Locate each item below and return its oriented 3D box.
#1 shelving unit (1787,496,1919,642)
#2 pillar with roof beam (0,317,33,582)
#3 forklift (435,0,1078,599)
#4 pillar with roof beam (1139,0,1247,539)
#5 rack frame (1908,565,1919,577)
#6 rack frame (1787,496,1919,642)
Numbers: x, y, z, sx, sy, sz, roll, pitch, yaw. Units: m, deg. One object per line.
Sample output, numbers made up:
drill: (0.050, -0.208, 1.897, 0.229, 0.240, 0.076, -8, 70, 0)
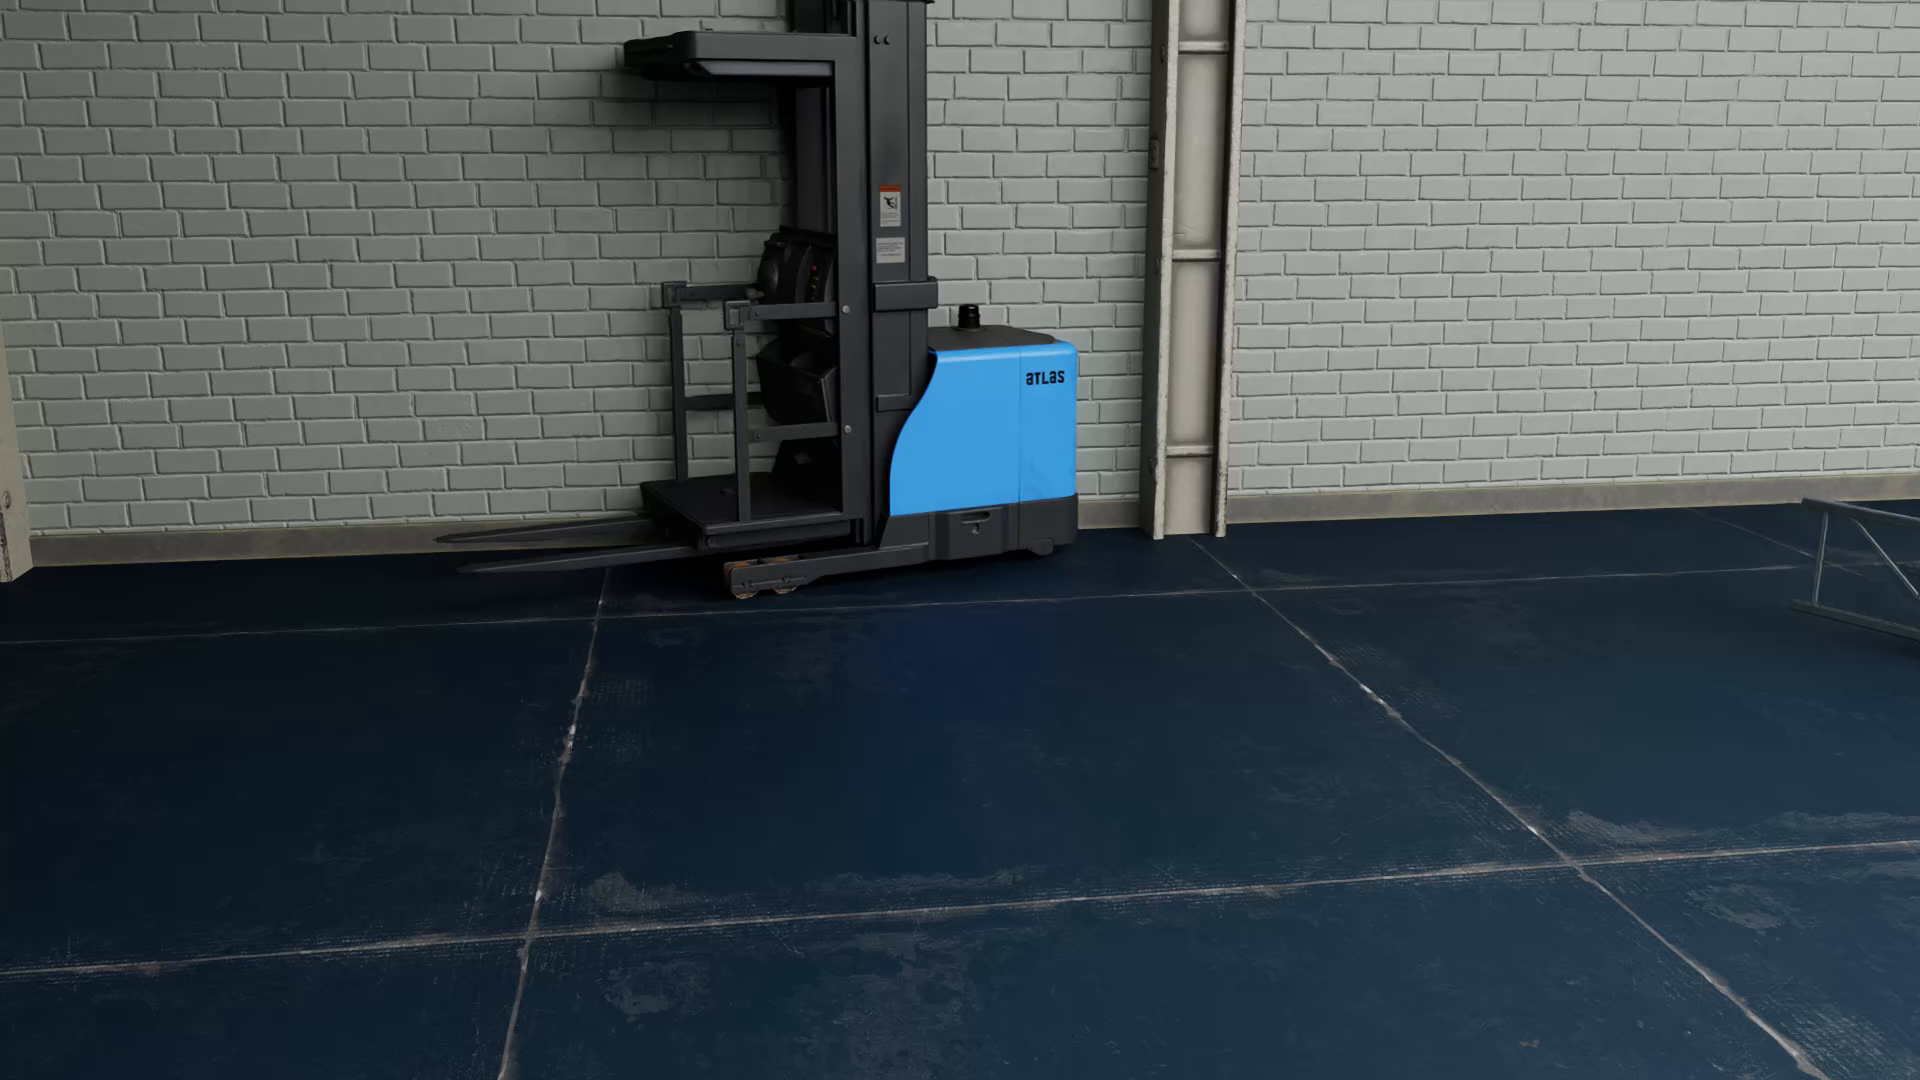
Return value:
shelving unit: (4.465, 0.143, 6.886, 1.083, 0.587, 1.500, -9, 17, -33)
pillar with roof beam: (-4.104, -3.161, 2.825, 0.400, 9.000, 9.100, -2, 14, -8)
forklift: (-0.962, -1.298, 7.871, 3.031, 2.935, 1.130, -7, 16, -25)
pillar with roof beam: (1.829, -3.378, 3.692, 0.400, 9.000, 9.100, -2, 14, -8)
rack frame: (4.894, 0.073, 7.166, 0.032, 0.500, 1.500, -9, 17, -33)
rack frame: (4.051, 0.211, 6.615, 0.032, 0.500, 1.500, -9, 17, -33)
